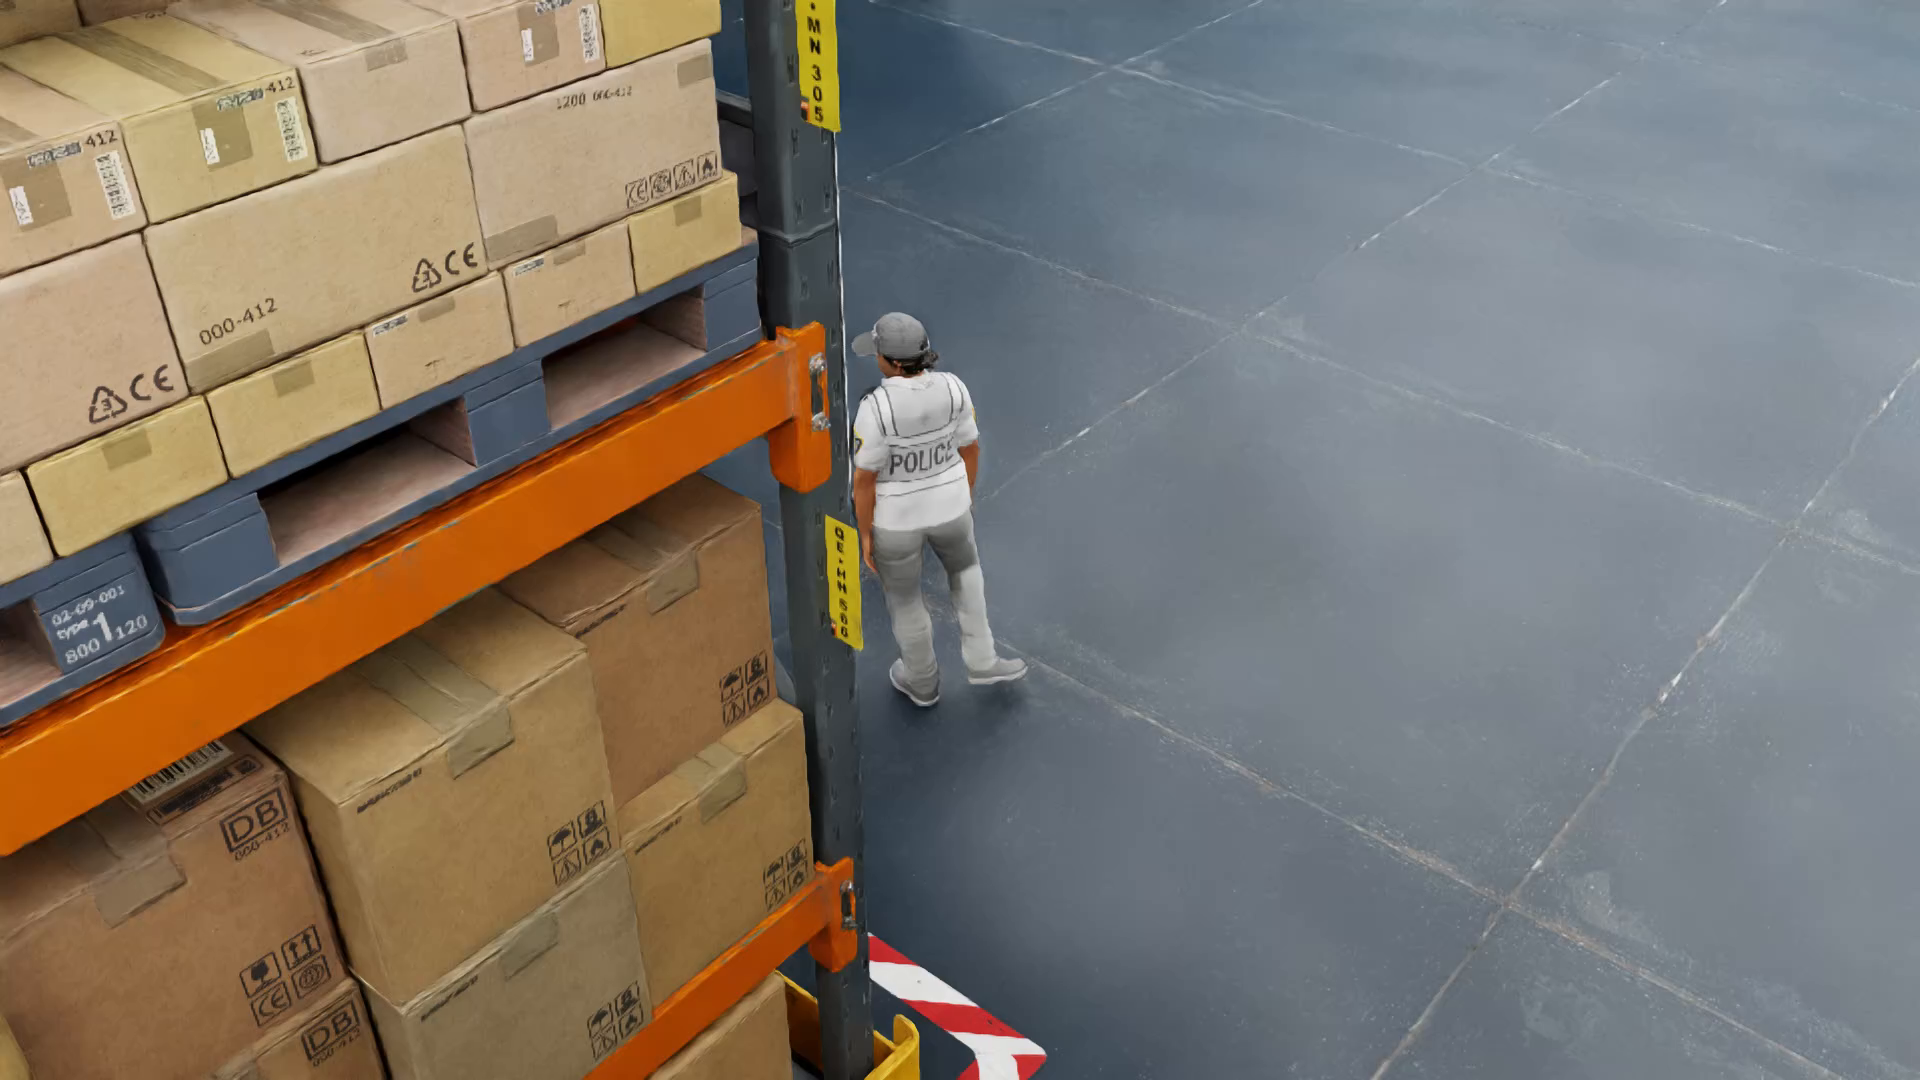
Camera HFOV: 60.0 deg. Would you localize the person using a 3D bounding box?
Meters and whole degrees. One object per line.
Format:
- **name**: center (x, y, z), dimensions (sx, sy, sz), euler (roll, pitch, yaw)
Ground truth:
- **person**: center (-0.088, -0.102, 6.262), dimensions (0.667, 1.656, 0.469), euler (-14, 38, -19)
